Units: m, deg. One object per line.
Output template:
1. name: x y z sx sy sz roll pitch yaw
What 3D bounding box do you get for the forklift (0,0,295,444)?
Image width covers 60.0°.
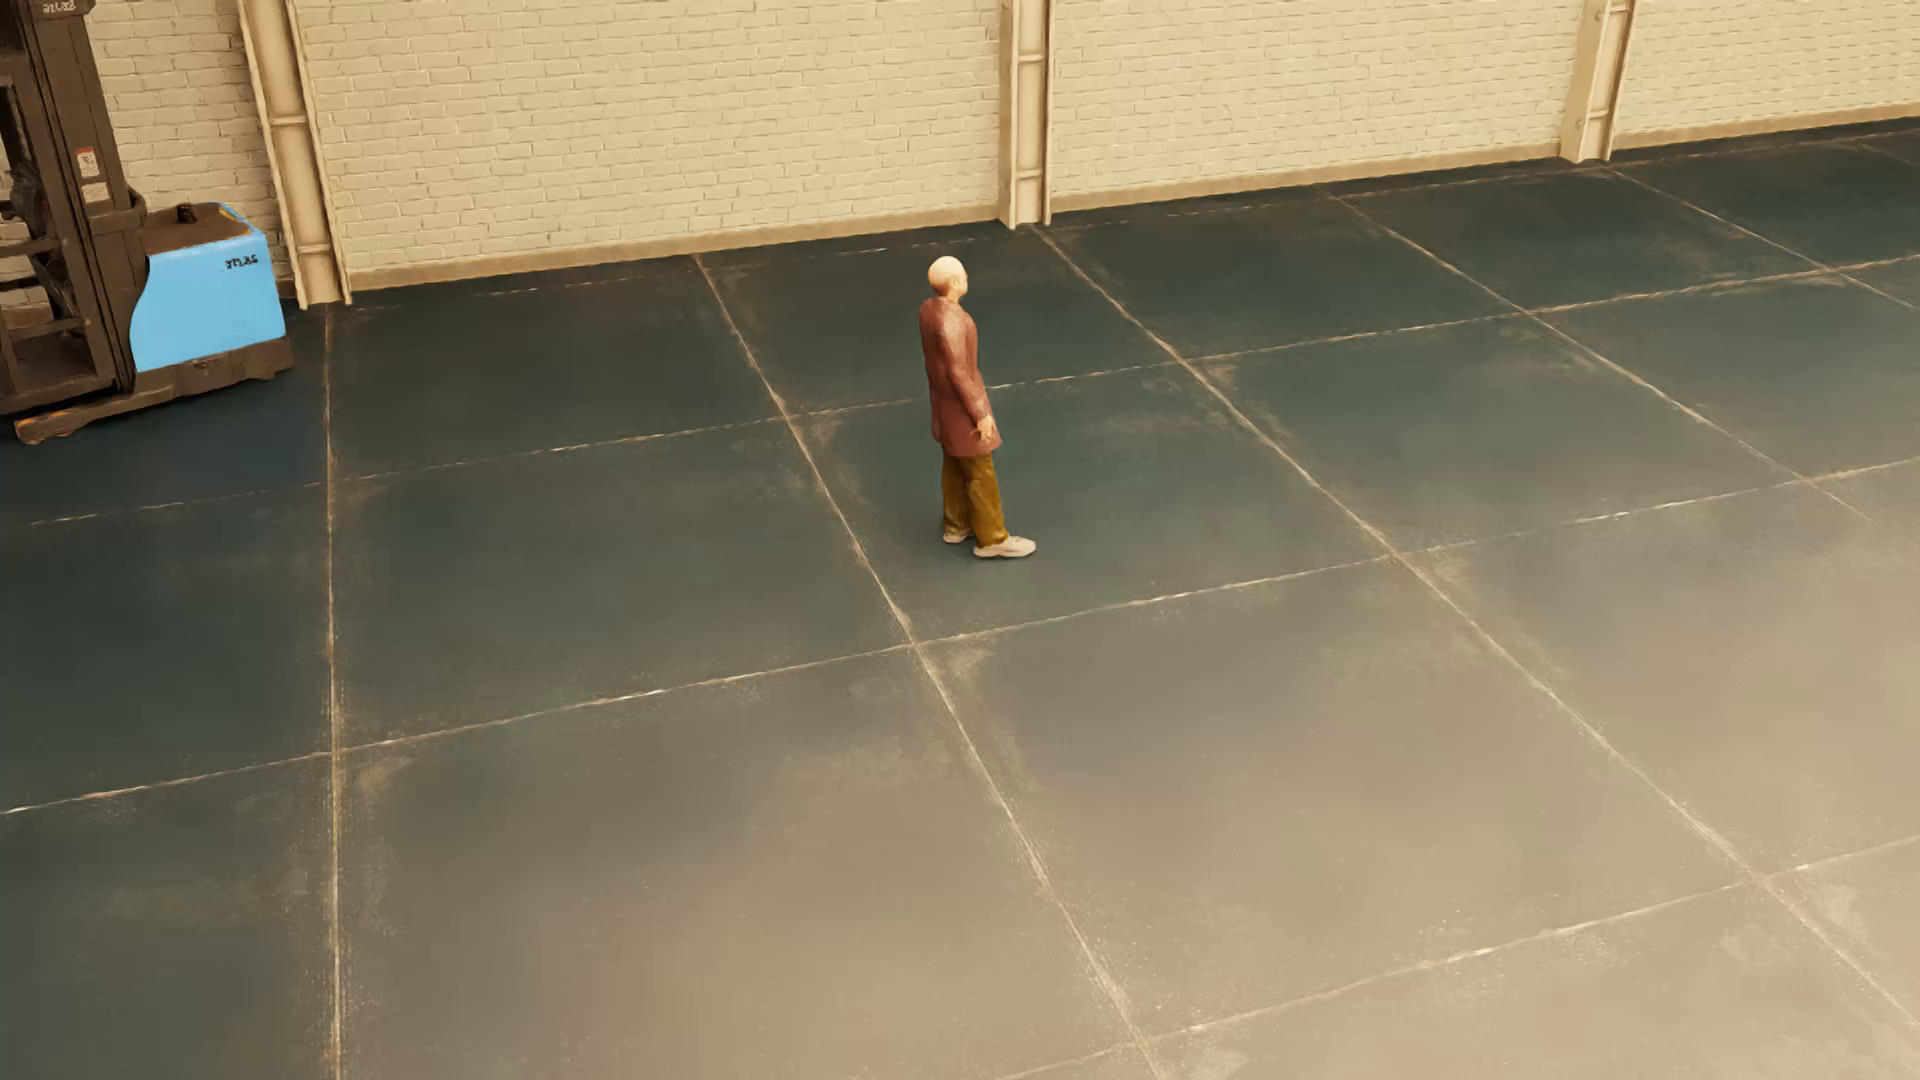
1. forklift: -6.312 -2.209 10.927 3.031 2.935 1.130 -22 36 -33

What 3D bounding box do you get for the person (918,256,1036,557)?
1. person: 0.088 -0.789 9.600 0.580 1.776 0.694 -10 31 -16
